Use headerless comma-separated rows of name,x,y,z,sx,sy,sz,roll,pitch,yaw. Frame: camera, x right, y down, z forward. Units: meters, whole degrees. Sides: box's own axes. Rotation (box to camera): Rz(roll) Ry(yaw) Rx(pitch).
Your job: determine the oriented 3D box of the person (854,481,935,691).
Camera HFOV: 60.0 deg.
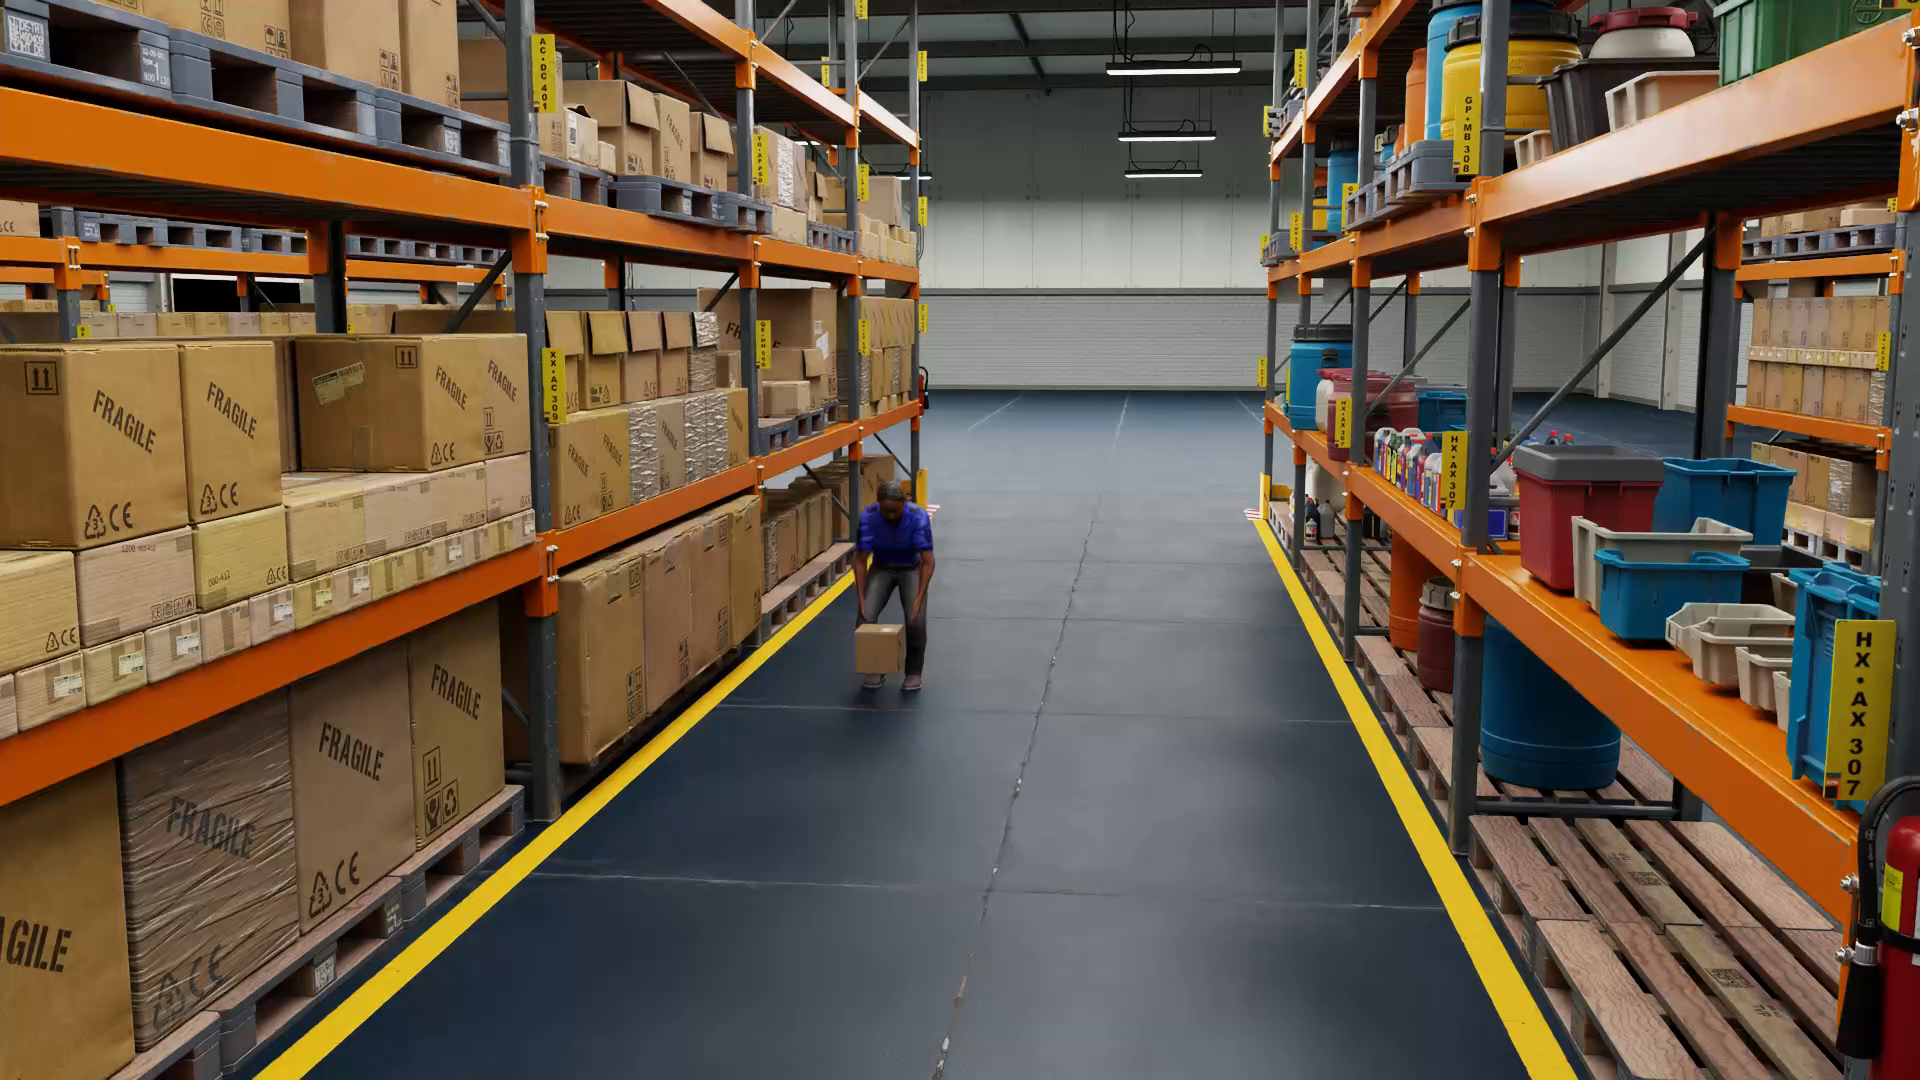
person,-0.381,0.267,10.184,0.497,1.308,0.667,1,8,9
